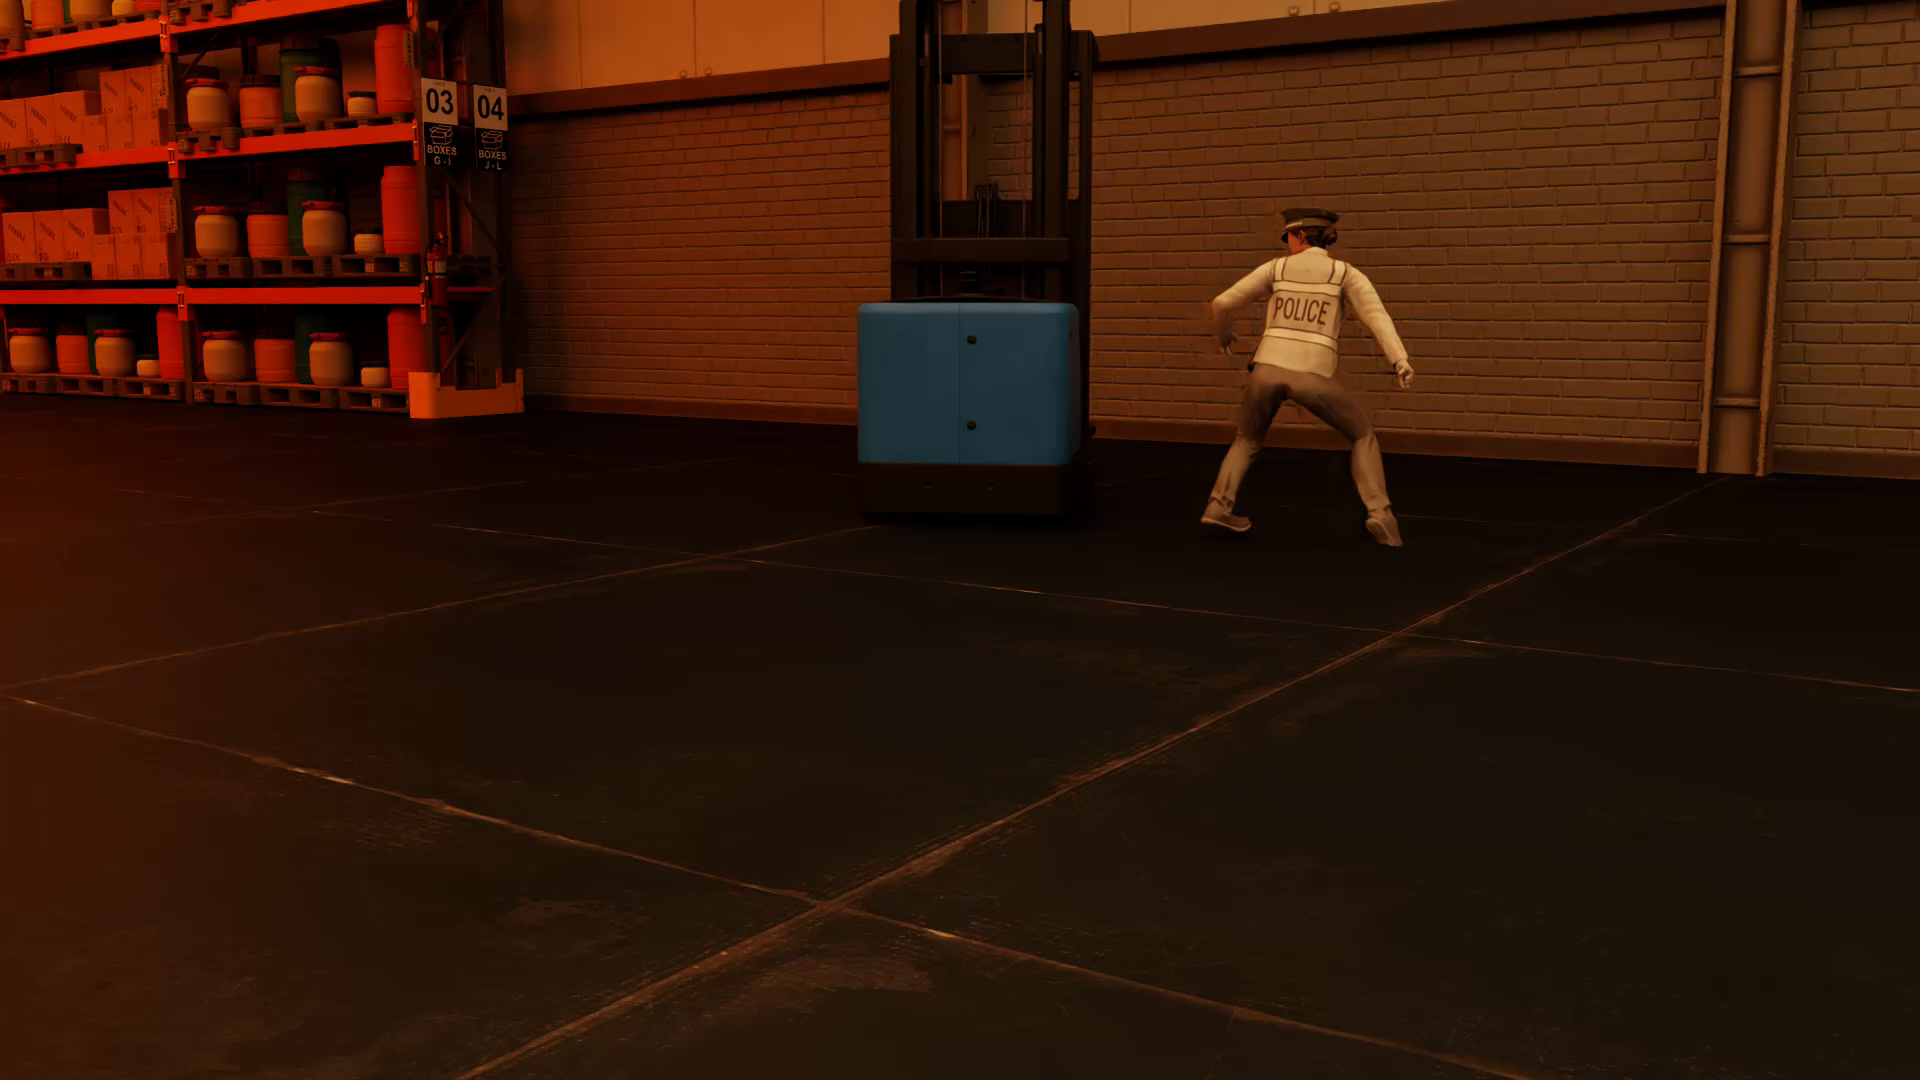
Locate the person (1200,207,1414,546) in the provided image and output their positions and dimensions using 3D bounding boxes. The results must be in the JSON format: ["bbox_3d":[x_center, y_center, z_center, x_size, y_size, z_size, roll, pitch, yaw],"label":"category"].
[{"bbox_3d":[1.581,-0.692,7.494,0.973,1.606,0.534,4,9,24],"label":"person"}]

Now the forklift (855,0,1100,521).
[{"bbox_3d":[0.199,-1.715,9.253,1.130,2.935,3.031,1,8,8],"label":"forklift"}]
